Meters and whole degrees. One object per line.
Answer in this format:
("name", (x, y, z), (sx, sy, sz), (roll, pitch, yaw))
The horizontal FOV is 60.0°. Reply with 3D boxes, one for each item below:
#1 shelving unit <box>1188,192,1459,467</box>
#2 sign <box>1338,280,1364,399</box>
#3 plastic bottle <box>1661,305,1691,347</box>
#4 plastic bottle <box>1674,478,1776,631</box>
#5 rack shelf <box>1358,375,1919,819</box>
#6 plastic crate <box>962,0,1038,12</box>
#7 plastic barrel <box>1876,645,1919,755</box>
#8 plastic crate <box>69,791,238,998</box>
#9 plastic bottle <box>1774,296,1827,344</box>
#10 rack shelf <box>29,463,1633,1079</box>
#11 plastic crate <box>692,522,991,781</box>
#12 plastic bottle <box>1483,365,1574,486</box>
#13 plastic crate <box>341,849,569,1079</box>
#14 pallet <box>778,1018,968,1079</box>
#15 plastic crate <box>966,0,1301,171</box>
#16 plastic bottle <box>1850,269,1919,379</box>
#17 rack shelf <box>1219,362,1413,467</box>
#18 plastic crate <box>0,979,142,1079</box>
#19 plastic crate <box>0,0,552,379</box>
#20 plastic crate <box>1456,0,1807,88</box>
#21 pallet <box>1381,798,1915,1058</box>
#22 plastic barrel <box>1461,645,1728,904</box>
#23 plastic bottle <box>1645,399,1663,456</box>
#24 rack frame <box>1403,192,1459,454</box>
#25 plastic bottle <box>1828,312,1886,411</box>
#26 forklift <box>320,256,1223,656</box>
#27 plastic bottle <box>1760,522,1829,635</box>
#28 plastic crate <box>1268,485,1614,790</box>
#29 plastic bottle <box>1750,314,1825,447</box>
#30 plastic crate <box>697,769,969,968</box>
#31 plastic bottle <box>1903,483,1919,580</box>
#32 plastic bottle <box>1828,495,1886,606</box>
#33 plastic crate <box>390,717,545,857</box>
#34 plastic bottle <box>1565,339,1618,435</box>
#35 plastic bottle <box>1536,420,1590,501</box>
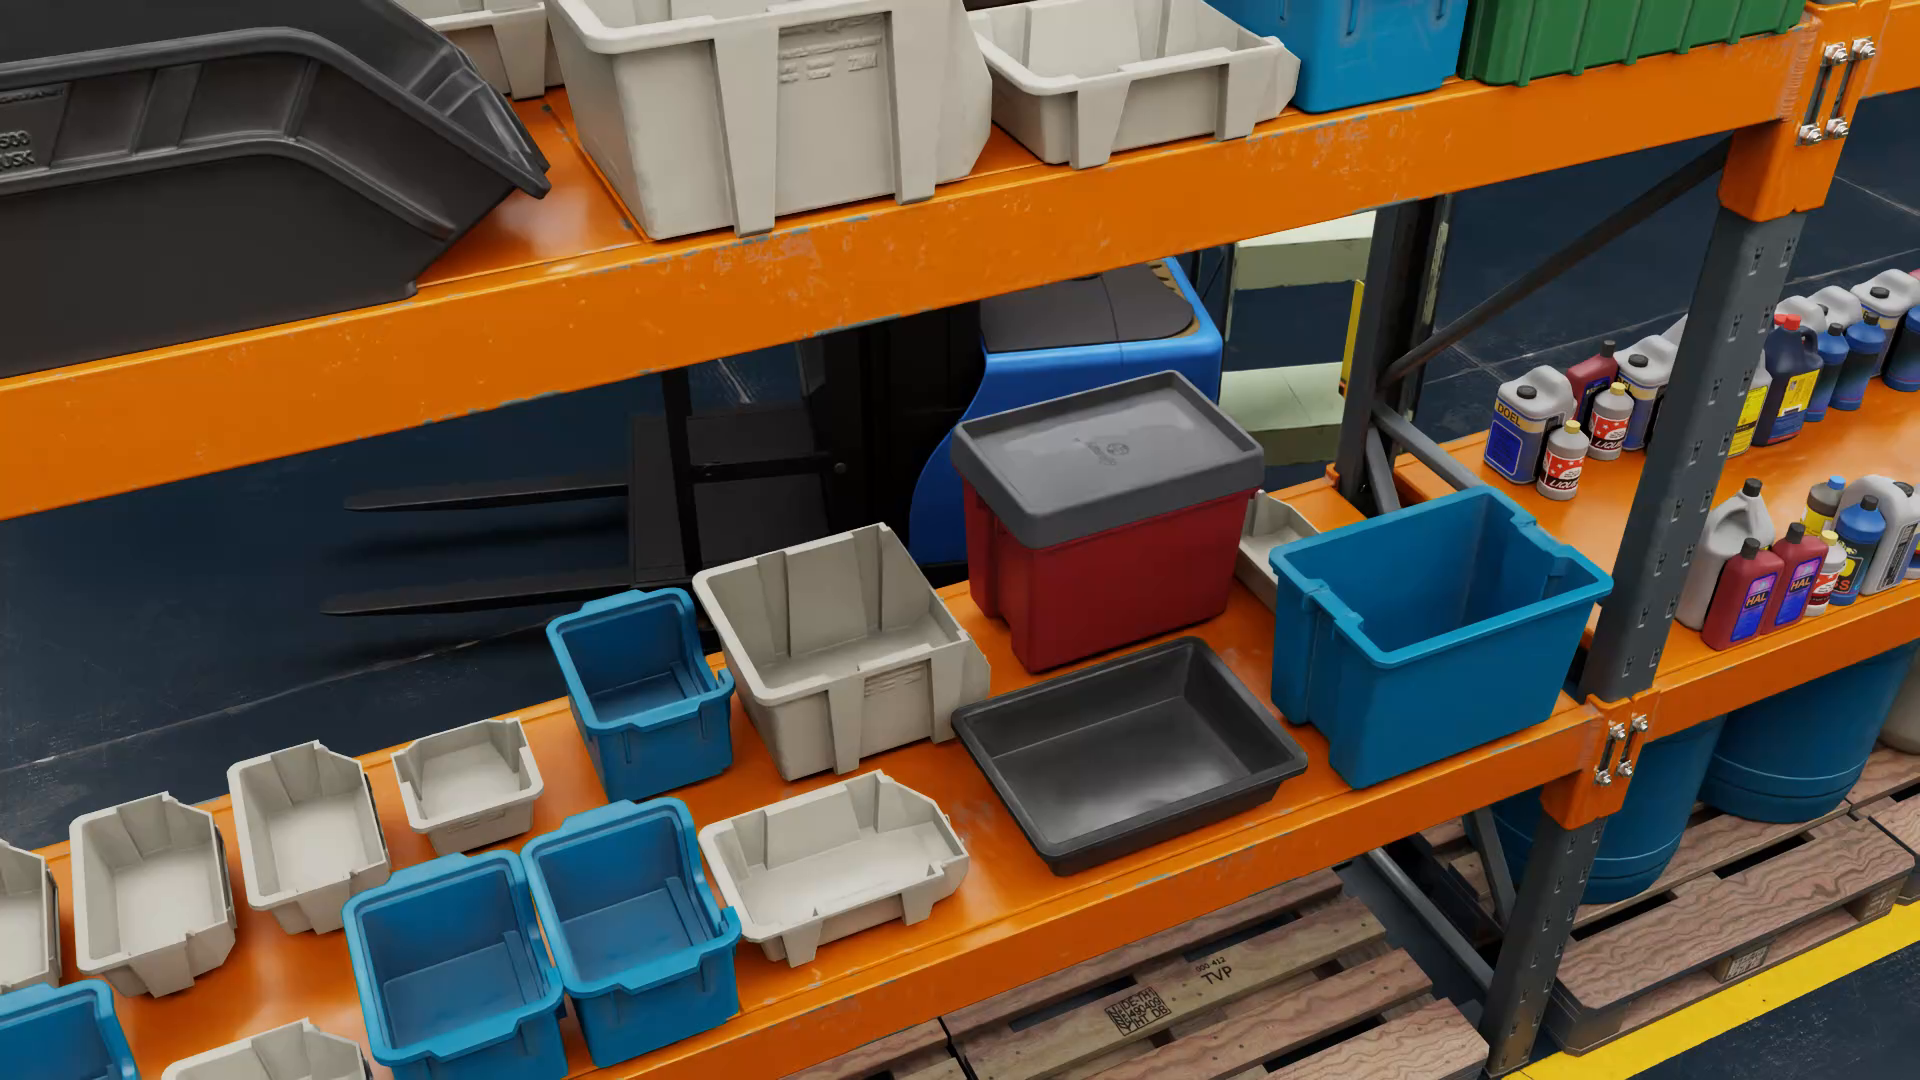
("shelving unit", (1.204, -0.652, 5.870), (0.755, 1.500, 0.431), (-6, 37, -8))
("sign", (0.997, -0.484, 4.152), (0.005, 0.325, 0.100), (-16, 39, -20))
("plastic bottle", (1.922, -0.465, 4.400), (0.185, 0.351, 0.144), (-16, 39, -20))
("plastic bottle", (1.722, 0.020, 3.747), (0.185, 0.351, 0.144), (-16, 39, -20))
("rack shelf", (3.040, -0.293, 4.731), (4.000, 0.370, 1.077), (-16, 39, -20))
("plastic crate", (-0.012, -1.061, 2.754), (0.590, 0.269, 0.497), (-16, 39, -20))
("plastic barrel", (2.919, 0.353, 4.992), (0.421, 0.512, 0.421), (0, 37, 0))
("plastic crate", (-1.462, 0.649, 3.028), (0.243, 0.136, 0.396), (-16, 39, -20))
("plastic bottle", (2.236, -0.520, 4.537), (0.135, 0.276, 0.152), (-16, 39, -20))
("rack shelf", (-0.581, 0.720, 3.366), (4.000, 0.370, 1.077), (-16, 39, -20))
("plastic crate", (-0.231, 0.235, 3.464), (0.530, 0.282, 0.437), (-16, 39, -20))
("plastic bottle", (1.449, -0.300, 4.240), (0.135, 0.276, 0.152), (-16, 39, -20))
("plastic crate", (-0.836, 0.762, 2.795), (0.300, 0.233, 0.416), (-16, 39, -20))
("pallet", (-0.526, 1.563, 3.966), (1.213, 0.211, 1.003), (-16, 39, -20))
("plastic crate", (0.240, -0.647, 2.308), (0.466, 0.136, 0.293), (-16, 39, -20))
("plastic bottle", (2.568, -0.613, 4.662), (0.135, 0.276, 0.152), (-16, 39, -20))
("rack shelf", (1.204, -0.390, 6.064), (0.720, 0.370, 0.431), (-6, 37, -8))
("plastic crate", (-1.432, 0.929, 2.570), (0.300, 0.233, 0.416), (-16, 39, -20))
("plastic crate", (-0.892, -0.481, 1.915), (0.767, 0.338, 0.504), (-16, 39, -20))
("plastic crate", (0.974, -0.925, 2.639), (0.662, 0.188, 0.450), (-16, 39, -20))
("pallet", (1.945, 0.872, 4.897), (1.213, 0.211, 1.003), (-16, 39, -20))
("plastic barrel", (1.729, 0.470, 4.507), (0.708, 0.901, 0.600), (-16, 39, -20))
("plastic bottle", (1.849, -0.300, 4.303), (0.097, 0.201, 0.097), (0, 37, 0))
("rack frame", (1.565, -0.688, 5.918), (0.023, 1.500, 0.400), (-6, 37, -8))
("plastic bottle", (2.428, -0.489, 4.500), (0.097, 0.271, 0.097), (0, 37, 0))
("forklift", (-0.699, -1.099, 5.271), (3.031, 2.935, 1.130), (-6, 37, -8))
("plastic bottle", (1.863, 0.075, 3.729), (0.133, 0.283, 0.061), (-16, 39, -20))
("plastic crate", (0.952, 0.209, 3.413), (0.575, 0.384, 0.392), (-16, 39, -20))
("plastic bottle", (2.151, -0.434, 4.358), (0.185, 0.351, 0.144), (-16, 39, -20))
("plastic crate", (-0.219, 0.609, 3.082), (0.466, 0.136, 0.293), (-16, 39, -20))
("plastic bottle", (2.258, -0.043, 3.898), (0.097, 0.271, 0.097), (0, 37, 0))
("plastic bottle", (2.048, 0.016, 3.818), (0.097, 0.271, 0.097), (0, 37, 0))
("plastic crate", (-0.960, 0.481, 3.255), (0.250, 0.136, 0.298), (-16, 39, -20))
("plastic bottle", (1.639, -0.386, 4.350), (0.133, 0.283, 0.061), (-16, 39, -20))
("plastic bottle", (1.519, -0.207, 4.178), (0.097, 0.201, 0.097), (0, 37, 0))
